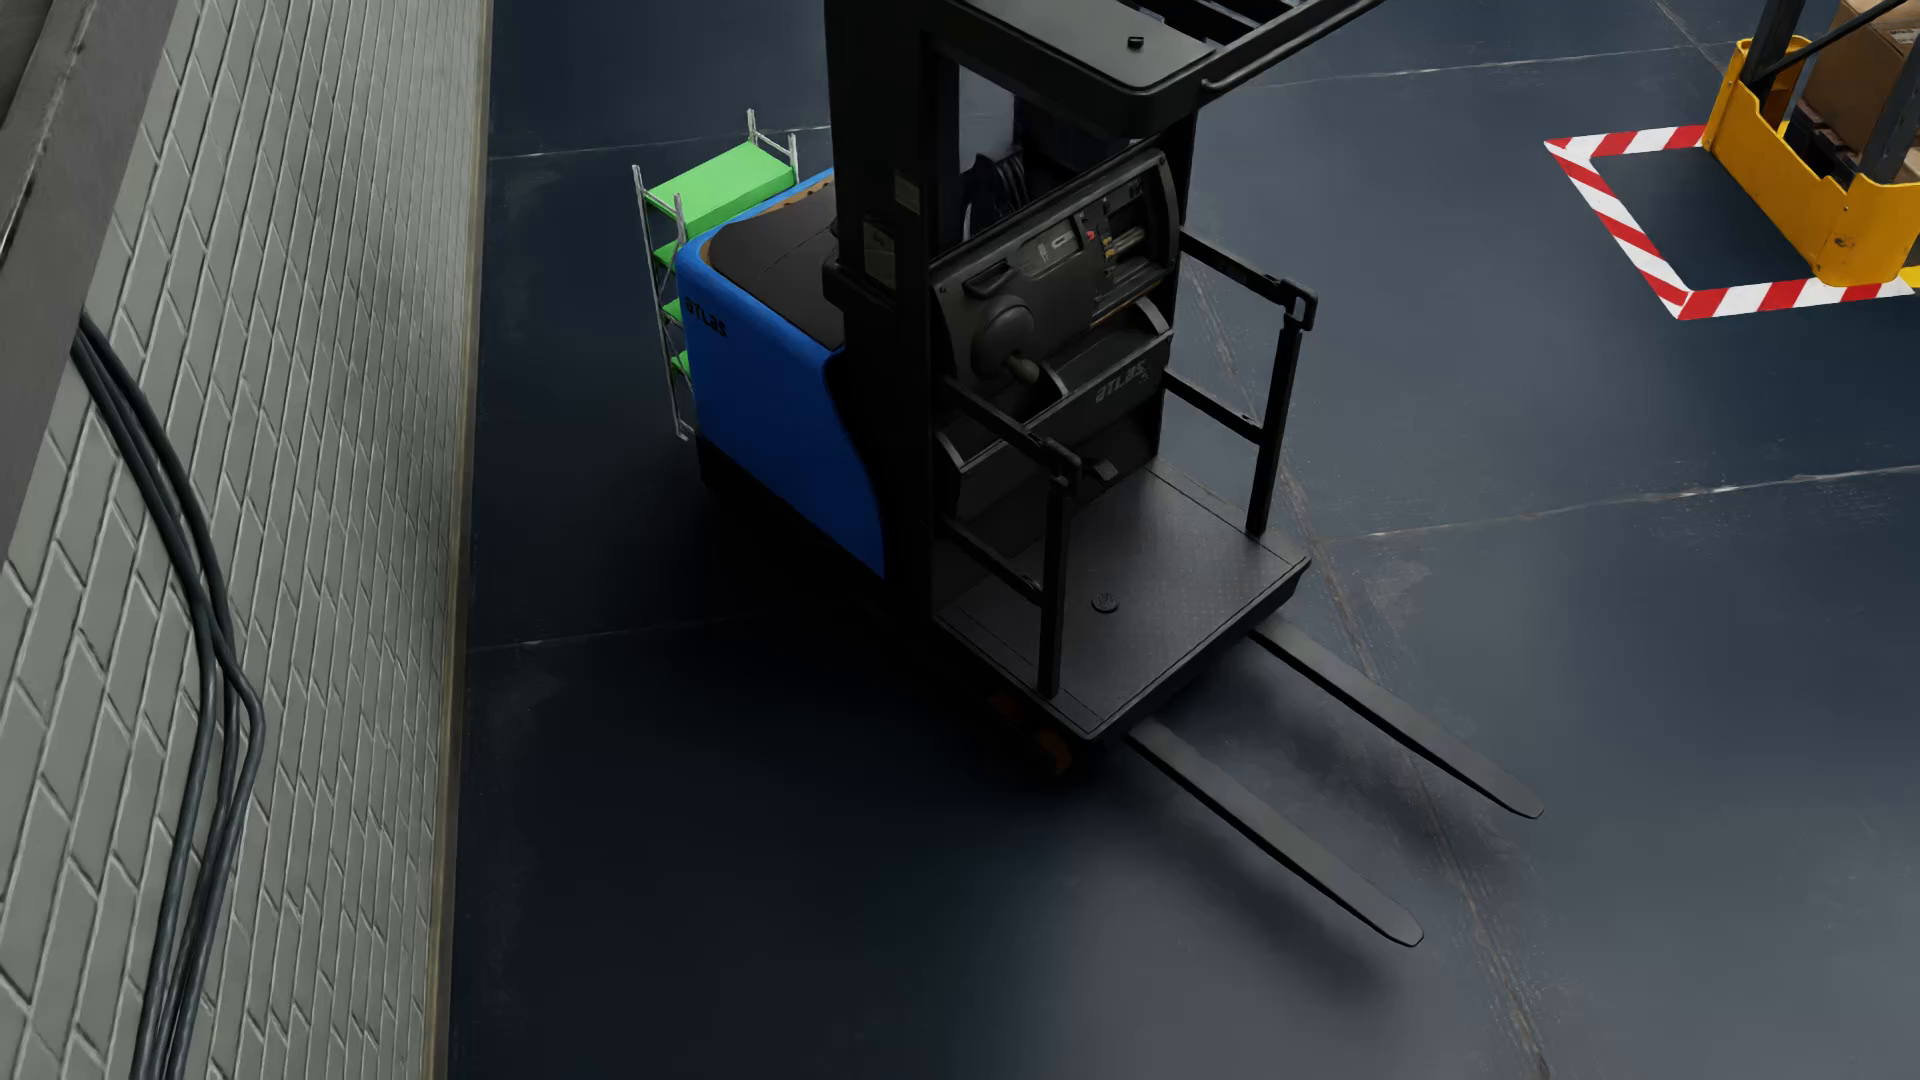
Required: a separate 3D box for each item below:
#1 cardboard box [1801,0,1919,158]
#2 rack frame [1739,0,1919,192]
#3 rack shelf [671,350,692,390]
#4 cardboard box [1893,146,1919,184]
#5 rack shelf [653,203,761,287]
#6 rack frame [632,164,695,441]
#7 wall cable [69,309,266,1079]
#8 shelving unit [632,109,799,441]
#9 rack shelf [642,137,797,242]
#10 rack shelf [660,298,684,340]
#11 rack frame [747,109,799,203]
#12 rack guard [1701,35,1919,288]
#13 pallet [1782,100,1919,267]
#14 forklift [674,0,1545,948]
[{"bbox_3d":[4.132,-2.048,7.288,0.500,0.500,0.500,-7,46,-7],"label":"cardboard box"},{"bbox_3d":[3.638,-2.521,6.314,0.127,3.000,1.000,-7,46,-7],"label":"rack frame"},{"bbox_3d":[-0.820,-0.673,6.205,0.480,0.148,0.258,-35,55,-29],"label":"rack shelf"},{"bbox_3d":[4.109,-1.492,6.997,0.250,0.149,0.380,-7,46,-7],"label":"cardboard box"},{"bbox_3d":[-0.820,-1.006,5.860,0.480,0.148,0.258,-35,55,-29],"label":"rack shelf"},{"bbox_3d":[-0.994,-0.761,5.868,0.015,1.200,0.240,-35,55,-29],"label":"rack frame"},{"bbox_3d":[-1.148,0.430,1.461,0.112,2.526,3.097,-7,46,-7],"label":"wall cable"},{"bbox_3d":[-0.820,-0.884,5.986,0.503,1.200,0.258,-35,55,-29],"label":"shelving unit"},{"bbox_3d":[-0.820,-1.173,5.687,0.480,0.148,0.258,-35,55,-29],"label":"rack shelf"},{"bbox_3d":[-0.820,-0.840,6.032,0.480,0.148,0.258,-35,55,-29],"label":"rack shelf"},{"bbox_3d":[-0.646,-1.007,6.105,0.015,1.200,0.240,-35,55,-29],"label":"rack frame"},{"bbox_3d":[3.713,-1.663,7.223,0.348,0.500,1.175,-7,46,-7],"label":"rack guard"},{"bbox_3d":[4.498,-1.661,7.422,1.213,0.211,1.003,-7,46,-7],"label":"pallet"},{"bbox_3d":[0.436,-0.691,4.598,1.130,2.935,3.031,-35,55,-29],"label":"forklift"}]
